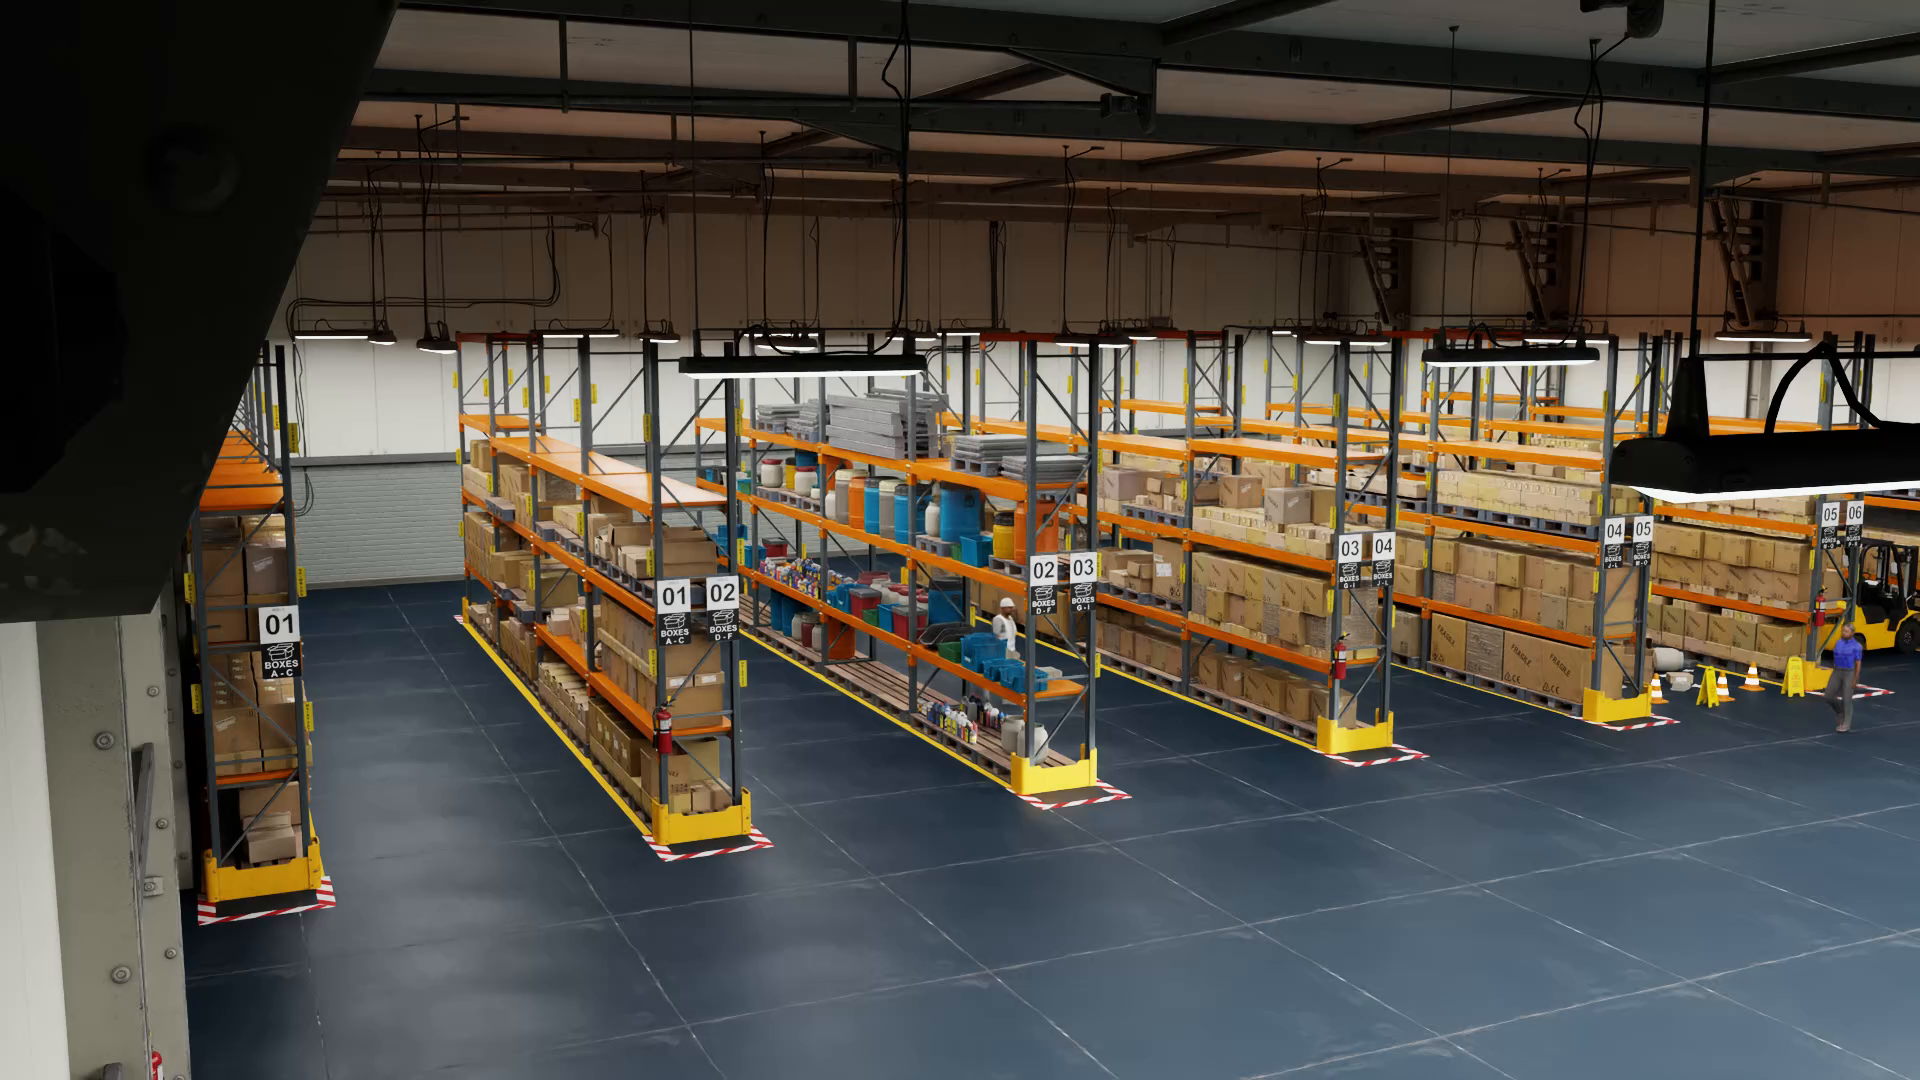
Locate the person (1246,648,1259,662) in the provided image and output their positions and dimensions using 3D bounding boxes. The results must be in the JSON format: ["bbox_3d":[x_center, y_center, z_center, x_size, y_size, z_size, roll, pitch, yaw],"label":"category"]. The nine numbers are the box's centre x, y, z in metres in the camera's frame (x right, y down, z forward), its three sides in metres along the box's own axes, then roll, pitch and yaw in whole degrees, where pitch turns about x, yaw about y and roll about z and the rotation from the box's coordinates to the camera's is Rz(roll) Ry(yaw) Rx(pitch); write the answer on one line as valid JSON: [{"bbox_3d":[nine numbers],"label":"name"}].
[{"bbox_3d":[5.365,1.395,30.247,0.574,1.847,0.518,-4,9,-25],"label":"person"}]

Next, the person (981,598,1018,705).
[{"bbox_3d":[0.652,1.811,26.983,0.601,1.775,0.641,4,9,26],"label":"person"}]

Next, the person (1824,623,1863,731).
[{"bbox_3d":[13.522,2.082,25.380,0.473,1.648,0.456,-6,9,-35],"label":"person"}]
